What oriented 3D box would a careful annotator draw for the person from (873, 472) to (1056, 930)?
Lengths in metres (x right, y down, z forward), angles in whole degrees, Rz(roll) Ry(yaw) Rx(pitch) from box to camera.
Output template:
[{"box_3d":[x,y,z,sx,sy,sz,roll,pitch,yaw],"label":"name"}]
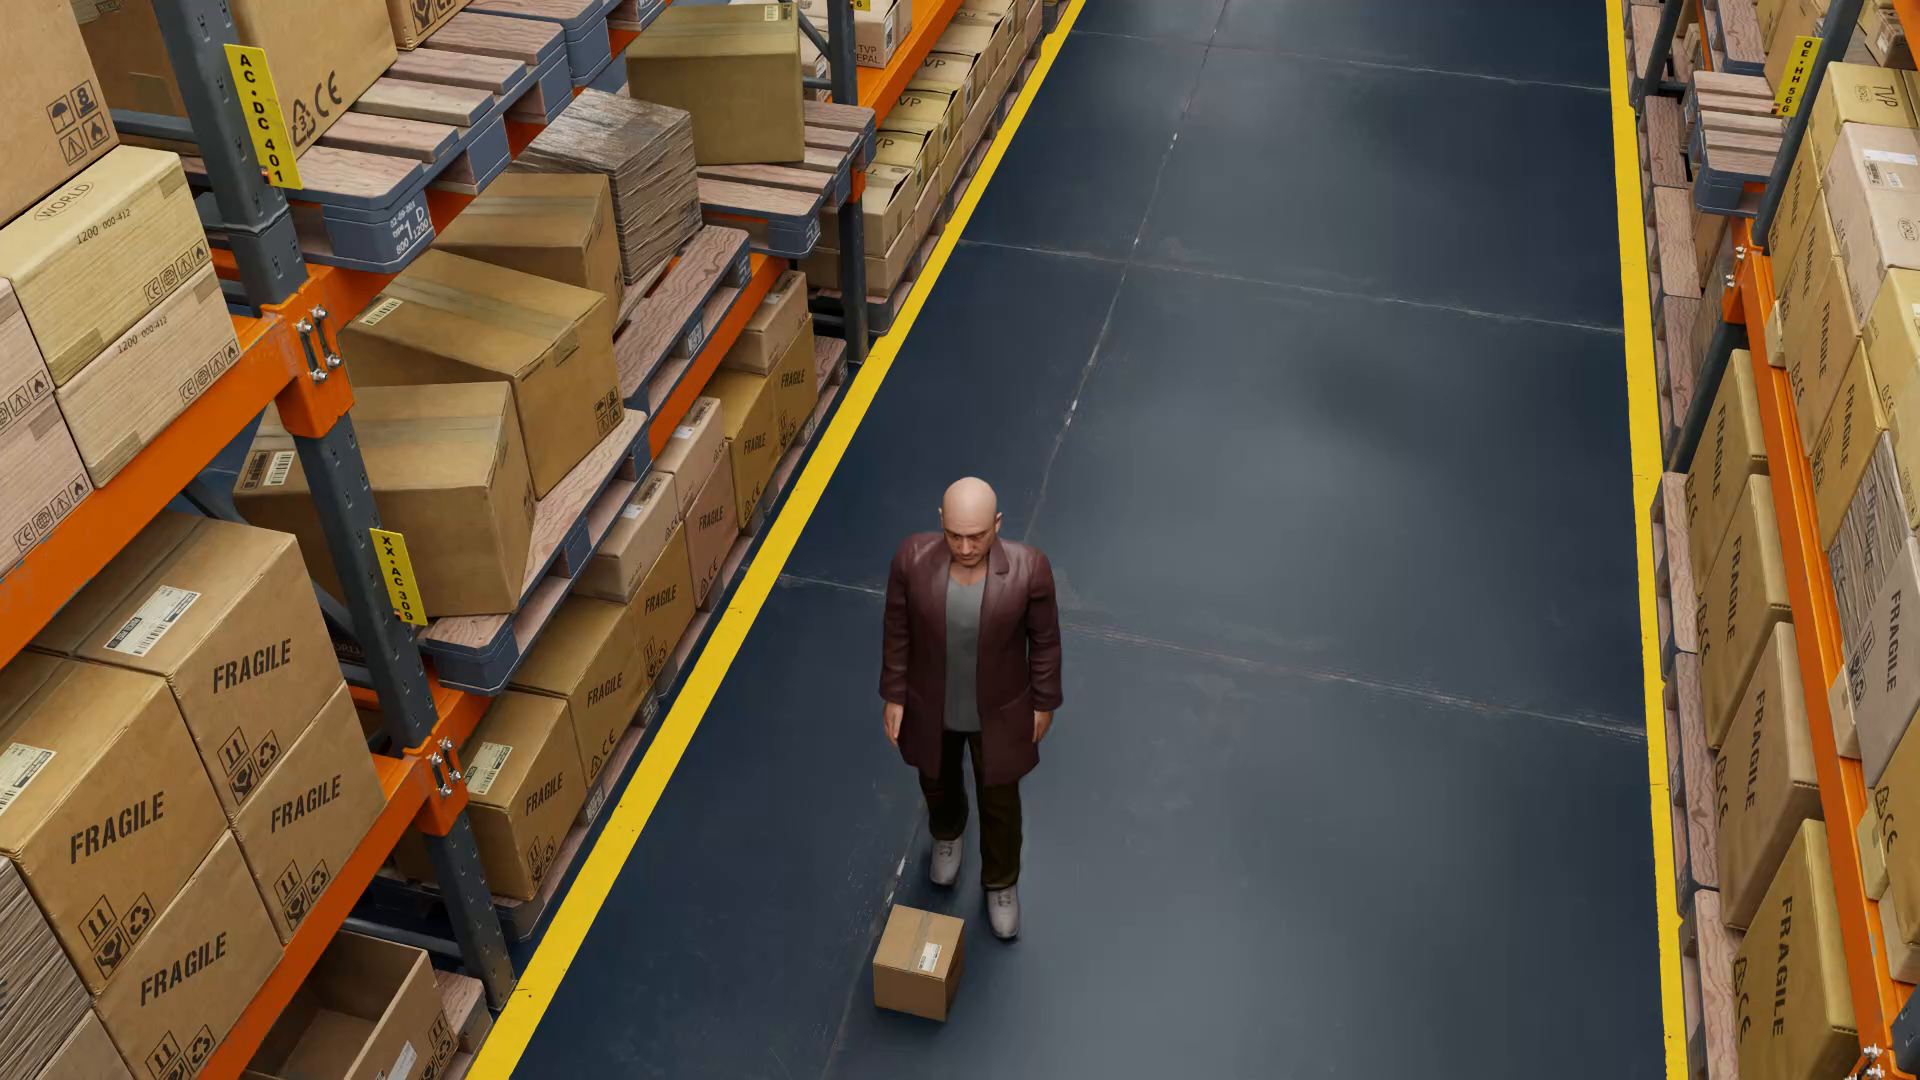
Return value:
[{"box_3d":[0.012,0.529,5.533,0.607,1.789,0.540,7,41,8],"label":"person"}]
